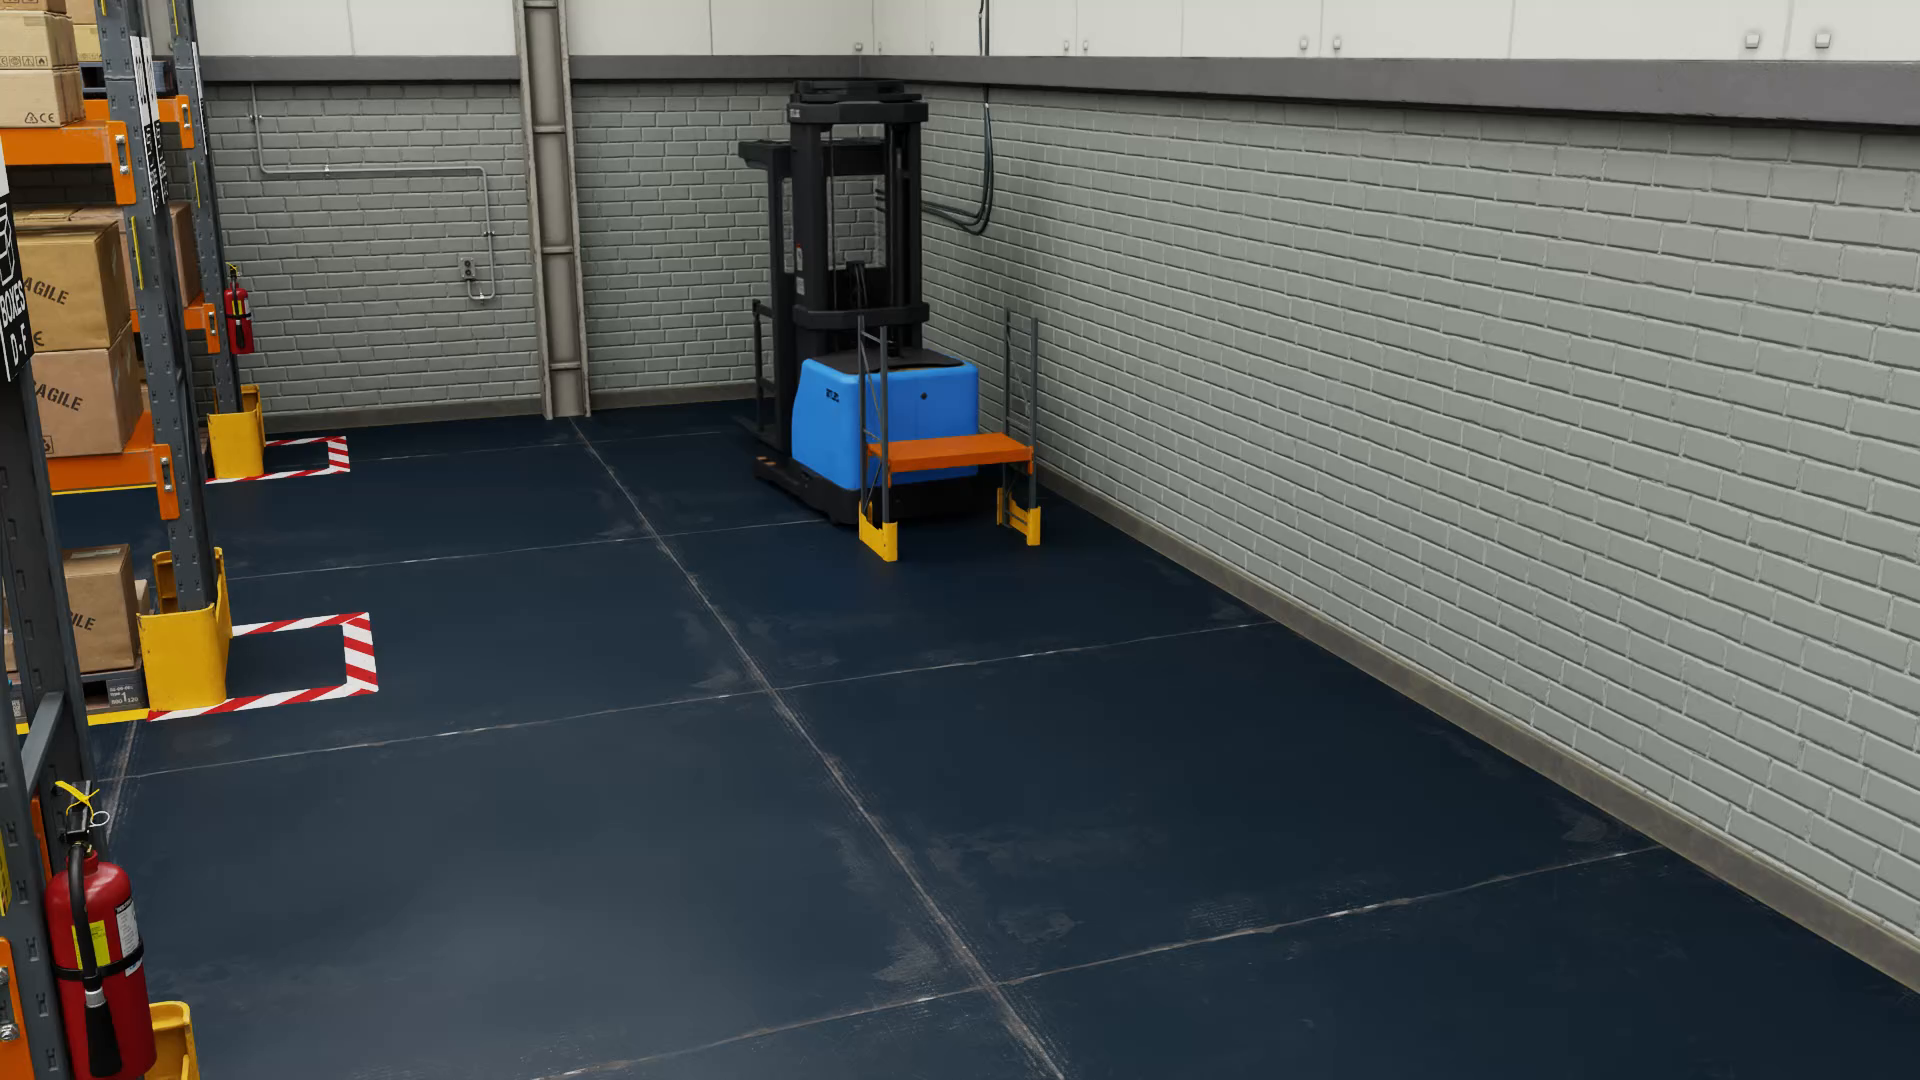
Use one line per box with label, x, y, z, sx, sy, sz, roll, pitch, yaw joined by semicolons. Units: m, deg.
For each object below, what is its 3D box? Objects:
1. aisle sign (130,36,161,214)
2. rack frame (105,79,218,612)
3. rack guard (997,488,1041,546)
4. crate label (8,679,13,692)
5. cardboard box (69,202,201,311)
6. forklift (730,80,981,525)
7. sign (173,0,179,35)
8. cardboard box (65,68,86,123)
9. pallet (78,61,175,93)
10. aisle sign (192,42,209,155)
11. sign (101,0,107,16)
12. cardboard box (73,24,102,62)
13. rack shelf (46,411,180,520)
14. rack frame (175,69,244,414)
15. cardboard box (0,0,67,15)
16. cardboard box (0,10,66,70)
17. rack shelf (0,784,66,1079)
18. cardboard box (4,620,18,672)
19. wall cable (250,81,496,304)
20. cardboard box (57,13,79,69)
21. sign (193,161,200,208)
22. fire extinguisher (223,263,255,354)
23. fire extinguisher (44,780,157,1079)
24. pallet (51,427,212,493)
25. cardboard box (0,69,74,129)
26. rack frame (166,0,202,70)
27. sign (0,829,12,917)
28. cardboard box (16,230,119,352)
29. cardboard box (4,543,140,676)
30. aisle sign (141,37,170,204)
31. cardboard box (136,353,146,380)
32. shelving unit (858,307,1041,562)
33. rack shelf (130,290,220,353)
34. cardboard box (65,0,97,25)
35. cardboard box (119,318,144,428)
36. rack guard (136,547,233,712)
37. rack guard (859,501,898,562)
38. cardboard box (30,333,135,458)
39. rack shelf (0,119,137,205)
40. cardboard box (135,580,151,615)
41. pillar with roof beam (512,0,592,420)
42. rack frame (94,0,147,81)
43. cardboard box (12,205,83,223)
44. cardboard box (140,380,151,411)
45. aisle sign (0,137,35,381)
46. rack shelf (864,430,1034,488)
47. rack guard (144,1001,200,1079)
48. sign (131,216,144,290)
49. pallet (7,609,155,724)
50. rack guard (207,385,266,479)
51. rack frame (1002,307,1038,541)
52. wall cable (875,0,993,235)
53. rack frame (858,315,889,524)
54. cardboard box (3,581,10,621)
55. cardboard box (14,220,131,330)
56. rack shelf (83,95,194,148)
aisle sign;-3.793;-1.936;7.752;0.004;0.787;0.394;-6;17;-20
rack frame;-3.966;-0.762;8.369;0.127;3.000;1.000;-6;17;-20
rack guard;0.394;-0.162;11.208;0.087;0.250;0.587;-6;17;-20
crate label;-2.546;0.532;4.155;0.303;0.233;0.416;-6;17;-20
cardboard box;-6.215;-2.155;12.580;0.700;0.700;0.980;-5;17;-18
forklift;-0.950;-1.880;12.299;1.130;2.935;3.031;-8;18;-25
sign;-5.561;-3.747;11.779;0.005;0.325;0.100;-6;17;-20
cardboard box;-4.537;-2.144;8.019;0.500;0.250;0.500;-6;17;-20
pallet;-6.431;-3.384;12.132;1.213;0.211;1.003;-6;17;-20
aisle sign;-5.568;-3.241;12.196;0.004;0.787;0.394;-6;17;-20
sign;-3.786;-2.478;7.318;0.005;0.325;0.100;-6;17;-20
cardboard box;-6.331;-3.538;11.842;0.500;0.250;0.500;-6;17;-18
rack shelf;-5.834;-0.215;7.784;4.000;0.370;1.077;-6;17;-20
rack frame;-5.742;-2.065;12.806;0.127;3.000;1.000;-6;17;-20
cardboard box;-4.440;-2.673;7.601;0.500;0.500;0.700;-6;17;-20
cardboard box;-4.355;-2.250;7.492;0.500;0.250;0.500;-6;17;-20
rack shelf;-4.065;1.089;3.345;4.000;0.370;1.077;-6;17;-20
cardboard box;-4.796;0.523;8.241;0.250;0.166;0.380;-6;17;-20
wall cable;-4.885;-2.930;13.950;1.851;1.984;0.084;-6;17;-20
cardboard box;-4.539;-2.386;7.954;0.500;0.250;0.500;-6;17;-20
sign;-5.561;-2.590;12.119;0.005;0.325;0.100;-6;17;-20
fire extinguisher;-5.436;-1.743;12.508;0.183;0.674;0.296;-6;17;-20
fire extinguisher;-1.894;0.862;3.638;0.183;0.674;0.296;-6;17;-20
pallet;-6.461;-0.626;12.854;1.213;0.211;1.003;-6;17;-20
cardboard box;-4.352;-2.008;7.555;0.500;0.250;0.500;-6;17;-20
rack frame;-5.742;-4.943;11.961;0.127;3.000;1.000;-6;17;-20
sign;-1.985;0.607;3.420;0.005;0.325;0.100;-6;17;-20
cardboard box;-4.284;-1.172;7.815;0.500;0.500;0.500;-6;18;-21
cardboard box;-4.386;0.346;8.252;0.500;0.500;0.500;-6;17;-20
aisle sign;-4.008;-2.093;8.289;0.004;0.787;0.394;-6;17;-20
cardboard box;-6.315;-1.347;12.900;0.250;0.149;0.380;-6;17;-20
shelving unit;-0.071;-0.712;10.861;1.083;1.500;0.587;-6;17;-20
rack shelf;-7.610;-1.518;12.221;4.000;0.370;1.077;-6;17;-20
cardboard box;-6.328;-3.896;11.730;0.500;0.500;0.500;-6;17;-20
cardboard box;-4.475;-0.835;8.439;0.500;0.500;0.500;-6;17;-19
rack guard;-4.037;0.445;8.695;0.348;0.500;1.175;-6;17;-20
rack guard;-0.536;-0.062;10.866;0.087;0.250;0.587;-6;17;-20
cardboard box;-4.287;-0.693;7.957;0.500;0.500;0.500;-6;17;-18
rack shelf;-5.834;-1.654;7.361;4.000;0.370;1.077;-6;17;-20
cardboard box;-4.480;0.347;8.873;0.250;0.149;0.380;-6;17;-20
pillar with roof beam;-1.990;-4.310;9.806;0.400;9.000;9.100;-6;17;-20
rack frame;-3.966;-3.640;7.524;0.127;3.000;1.000;-6;17;-20
cardboard box;-6.890;-2.078;12.320;0.700;0.700;0.980;-6;18;-21
cardboard box;-6.360;-0.970;12.769;0.500;0.500;0.700;-6;17;-20
aisle sign;-2.237;-0.791;3.854;0.004;0.787;0.394;-6;17;-20
rack shelf;-0.080;-0.538;10.908;1.000;0.185;0.538;-6;17;-20
rack guard;-2.180;1.735;4.302;0.348;0.500;1.175;-6;17;-20
sign;-3.786;-1.321;7.657;0.005;0.325;0.100;-6;17;-20
pallet;-4.781;0.664;8.461;1.213;0.211;1.003;-6;17;-20
rack guard;-5.720;-0.868;13.167;0.348;0.500;1.175;-6;17;-20
rack frame;0.395;-0.762;11.032;0.032;1.500;0.500;-6;17;-20
wall cable;-0.333;-3.930;14.020;0.112;2.526;3.097;-6;17;-20
rack frame;-0.554;-0.660;10.683;0.032;1.500;0.500;-6;17;-20
cardboard box;-5.043;0.377;8.590;0.500;0.250;0.500;-6;17;-20
cardboard box;-4.475;-1.314;8.298;0.500;0.500;0.500;-6;17;-18
rack shelf;-7.610;-2.957;11.798;4.000;0.370;1.077;-6;17;-20
